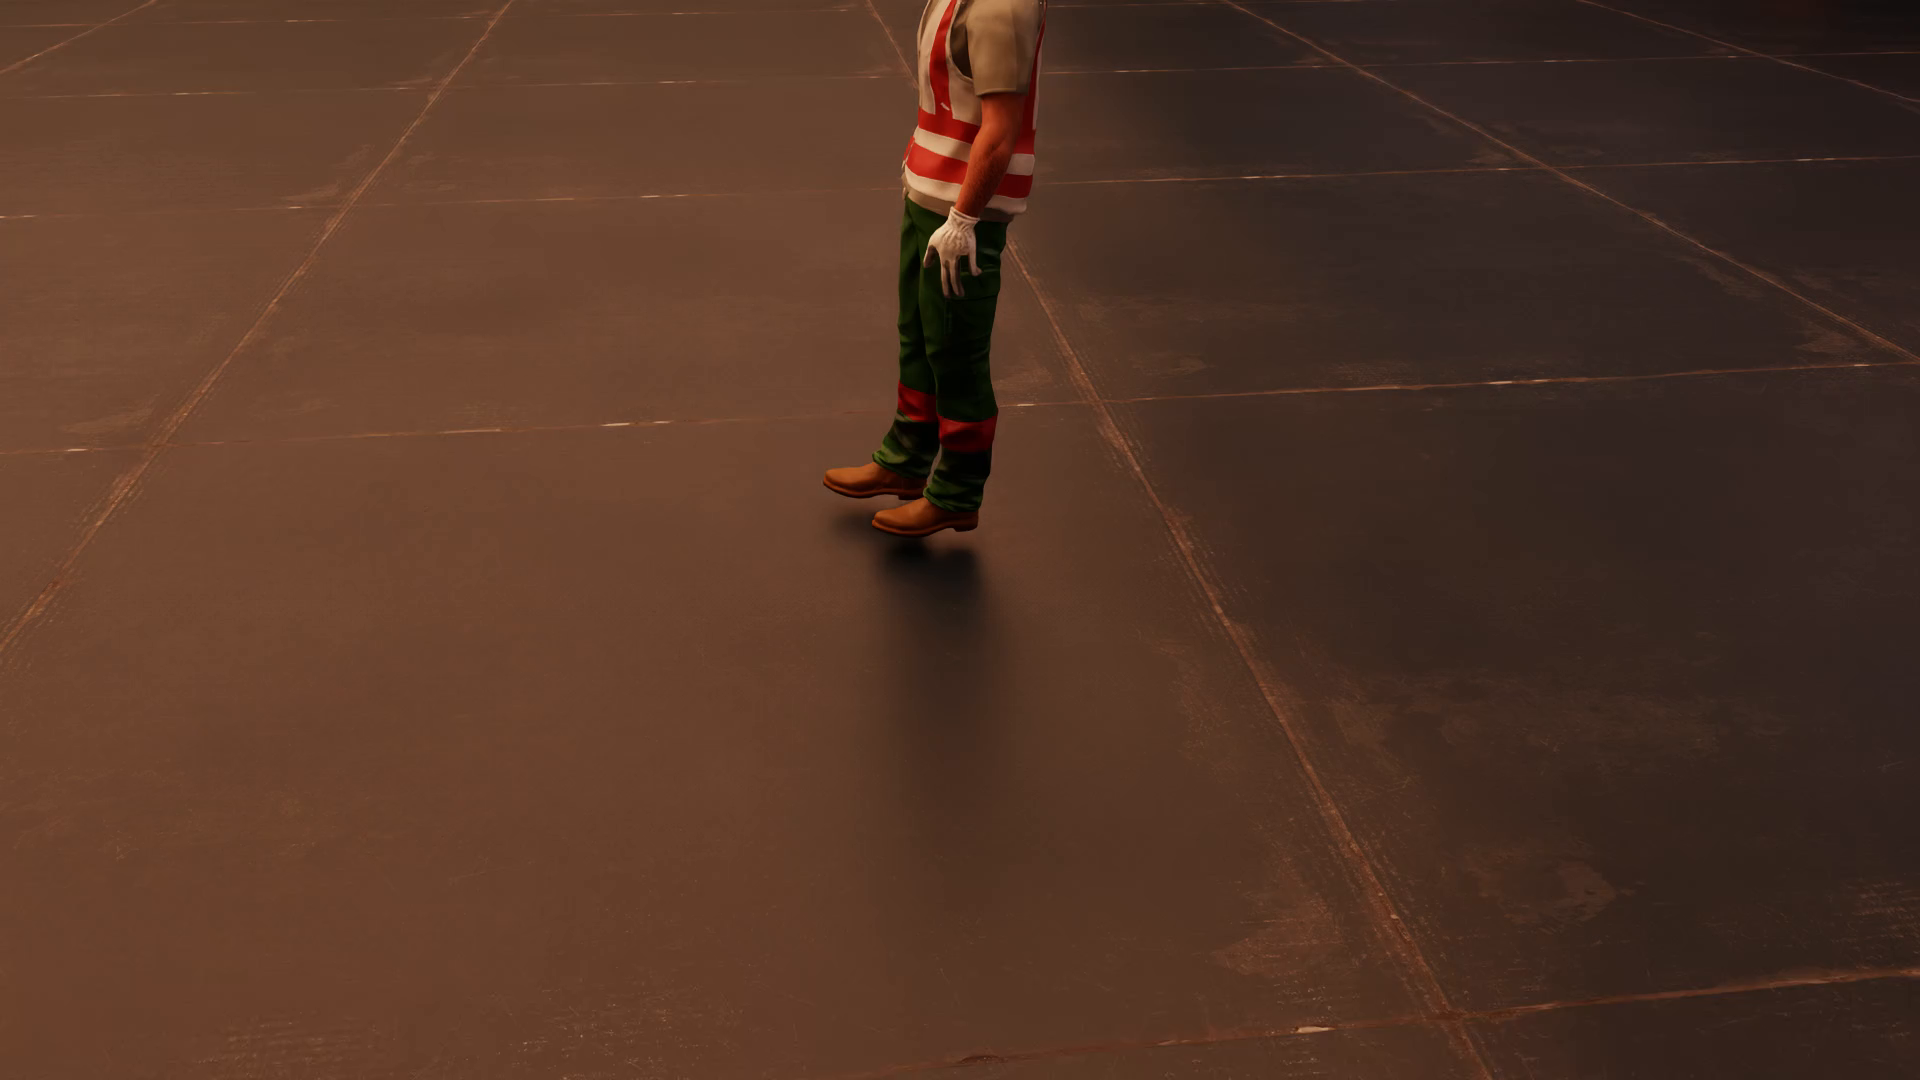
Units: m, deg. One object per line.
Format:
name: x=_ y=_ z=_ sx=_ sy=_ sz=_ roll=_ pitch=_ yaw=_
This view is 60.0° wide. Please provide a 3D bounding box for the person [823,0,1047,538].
person: x=-0.081 y=-0.848 z=4.197 sx=0.561 sy=1.789 sz=0.638 roll=-3 pitch=26 yaw=-7
